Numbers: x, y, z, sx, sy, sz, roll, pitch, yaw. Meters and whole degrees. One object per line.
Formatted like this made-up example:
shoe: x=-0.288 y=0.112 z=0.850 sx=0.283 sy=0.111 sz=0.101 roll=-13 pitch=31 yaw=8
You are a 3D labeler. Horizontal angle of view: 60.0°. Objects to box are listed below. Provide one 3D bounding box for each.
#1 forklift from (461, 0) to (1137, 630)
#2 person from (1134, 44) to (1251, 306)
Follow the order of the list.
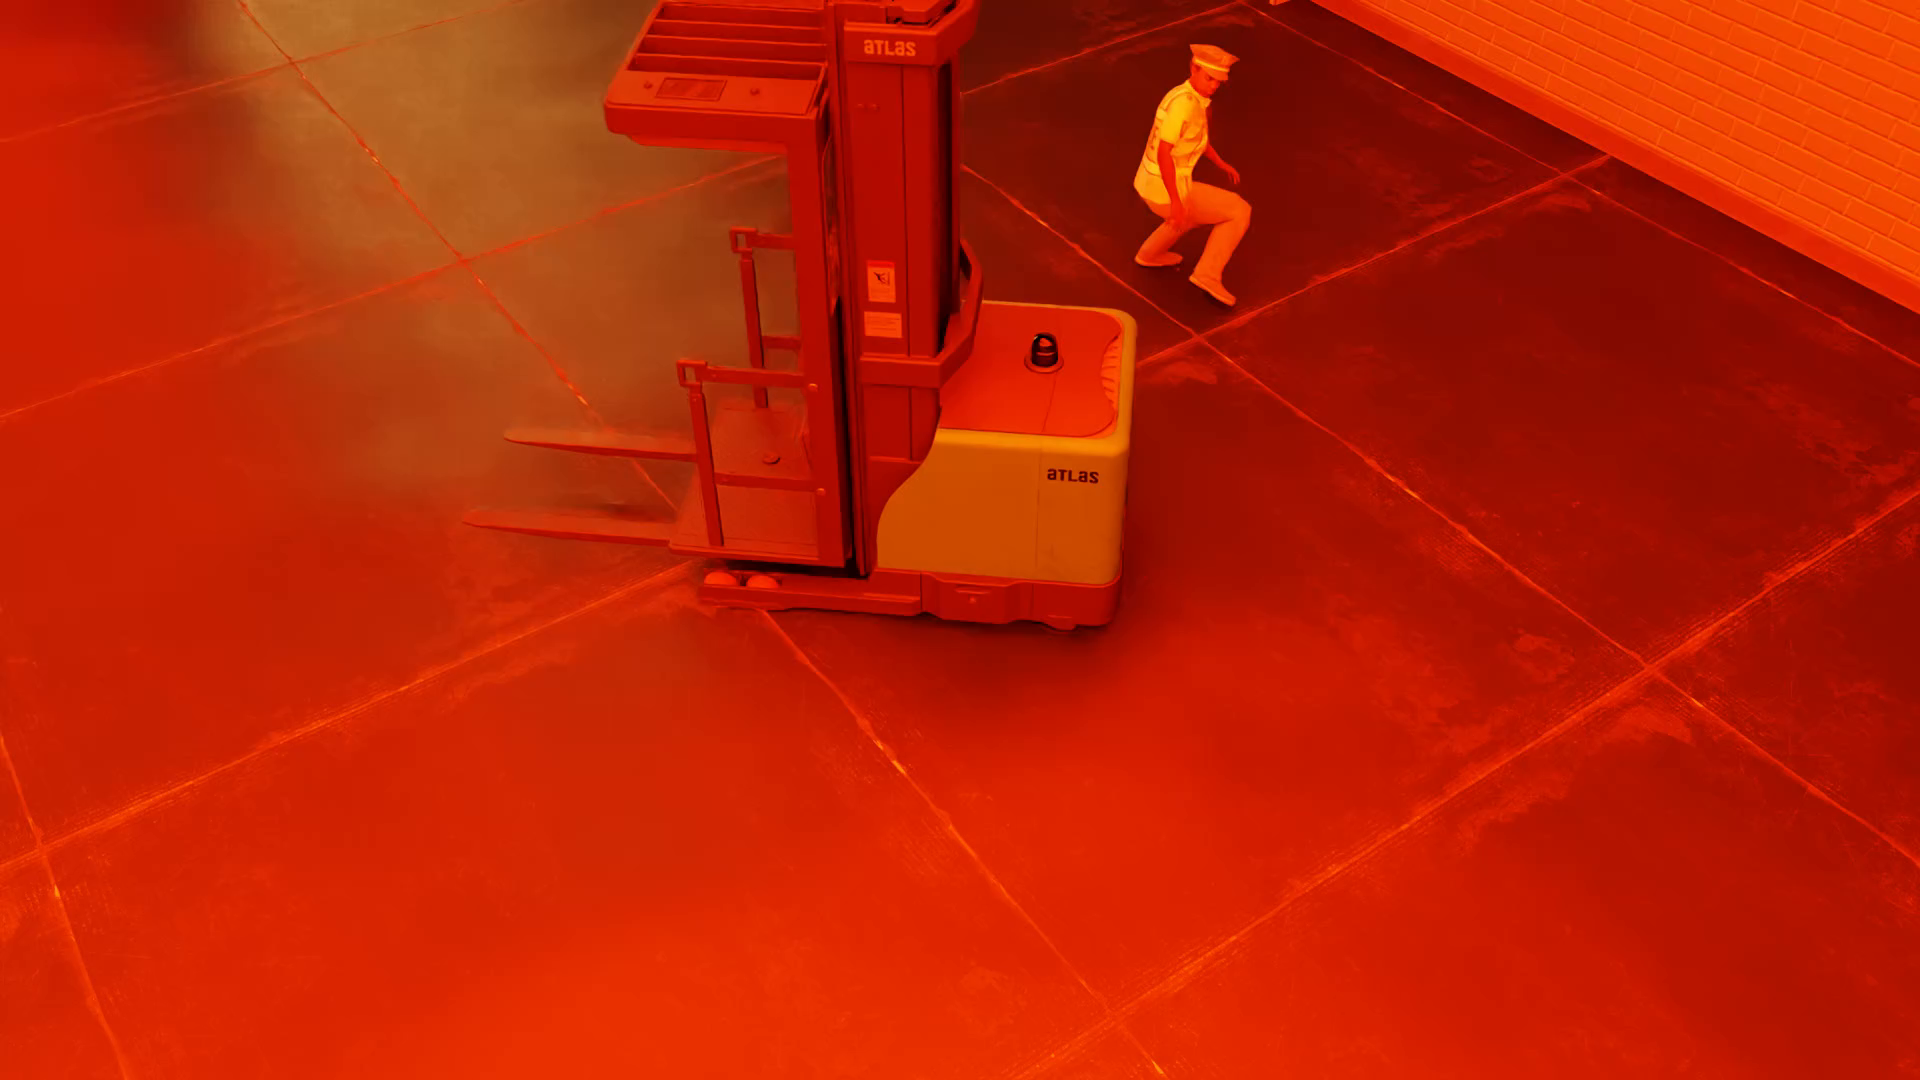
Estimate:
forklift: x=-0.753 y=-1.108 z=6.917 sx=3.031 sy=2.935 sz=1.130 roll=4 pitch=43 yaw=5
person: x=1.266 y=-1.936 z=8.950 sx=0.652 sy=1.457 sz=0.723 roll=-4 pitch=43 yaw=-4
